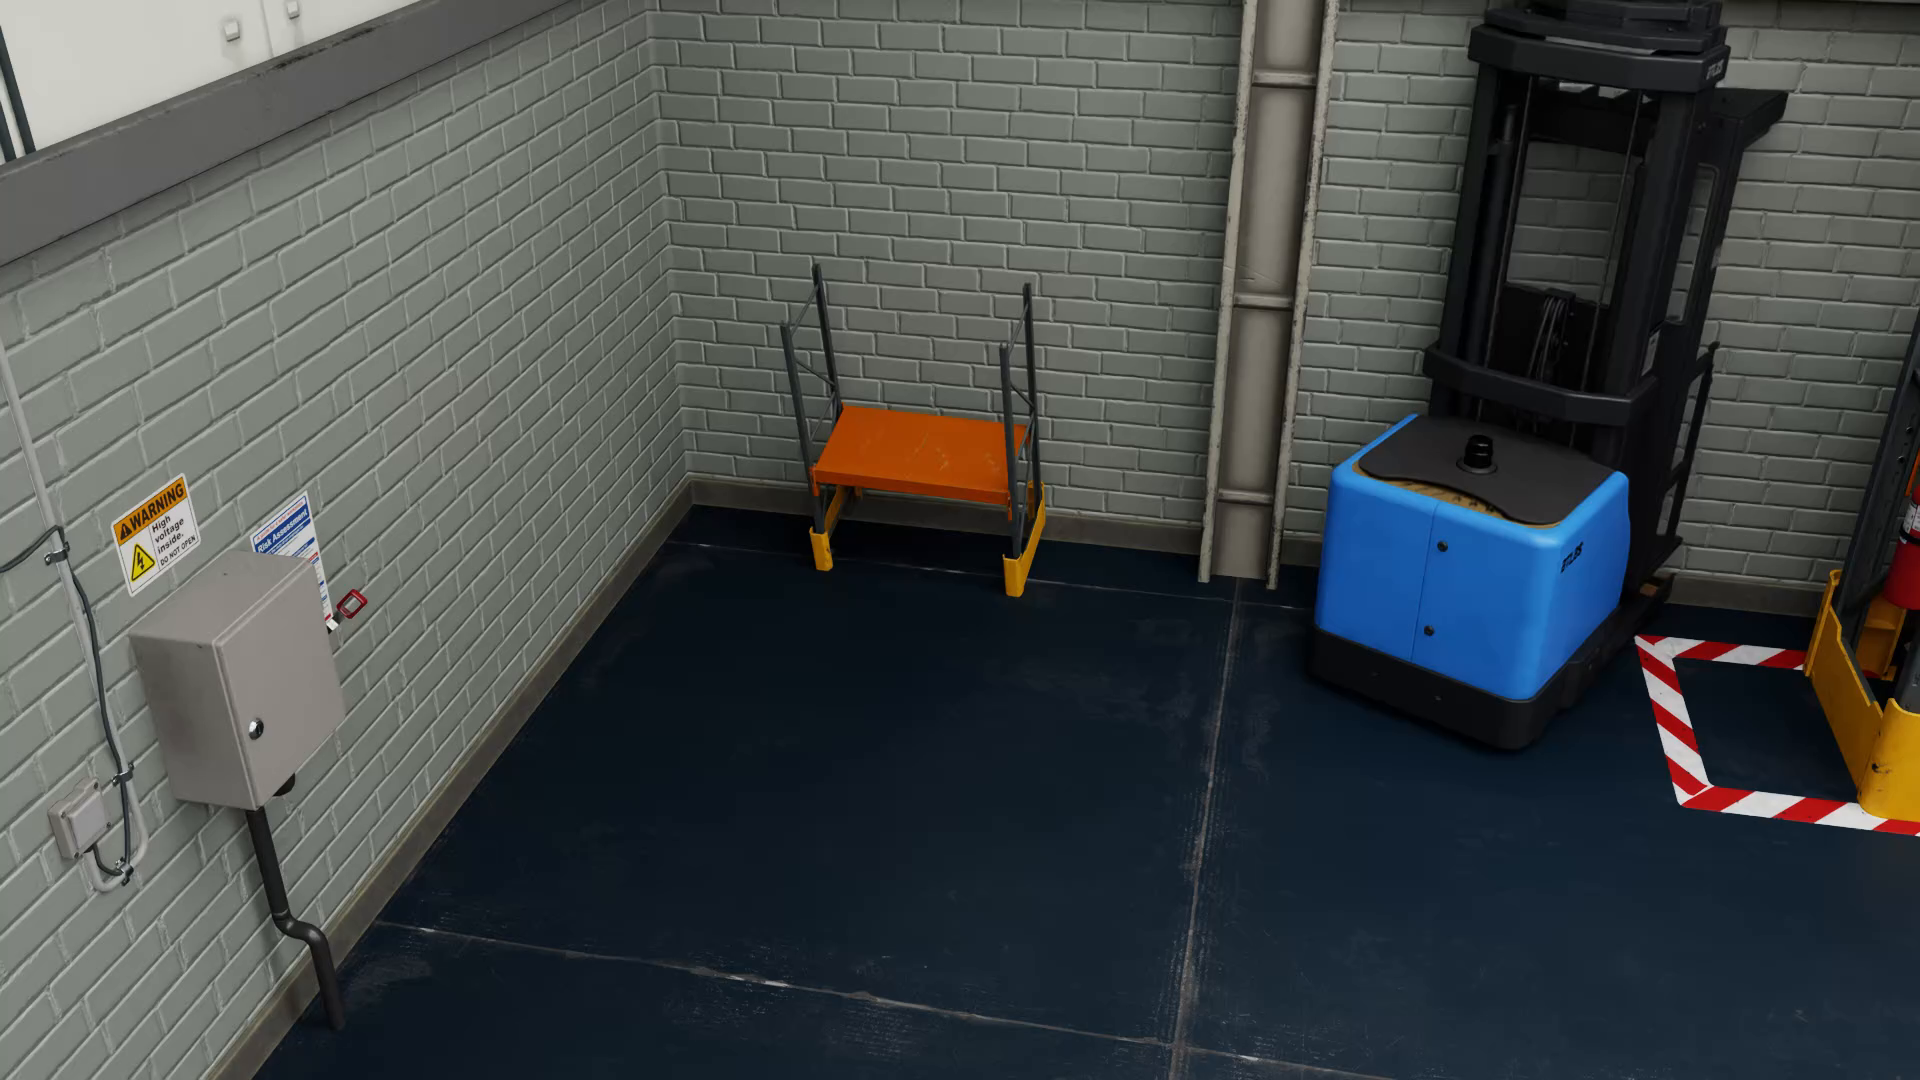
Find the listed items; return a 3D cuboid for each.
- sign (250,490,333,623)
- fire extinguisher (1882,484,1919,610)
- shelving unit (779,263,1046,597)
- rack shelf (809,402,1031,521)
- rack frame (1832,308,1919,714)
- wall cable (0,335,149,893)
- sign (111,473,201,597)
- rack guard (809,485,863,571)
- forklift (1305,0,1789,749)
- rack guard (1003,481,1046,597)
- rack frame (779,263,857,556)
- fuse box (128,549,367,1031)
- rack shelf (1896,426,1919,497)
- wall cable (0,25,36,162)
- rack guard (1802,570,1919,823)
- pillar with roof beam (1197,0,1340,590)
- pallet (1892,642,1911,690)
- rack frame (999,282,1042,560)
[{"bbox_3d":[-2.201,0.128,5.492,0.001,0.494,0.329,6,29,11],"label":"sign"},{"bbox_3d":[3.628,-0.066,6.216,0.183,0.674,0.296,6,29,11],"label":"fire extinguisher"},{"bbox_3d":[-0.199,-0.525,8.038,1.083,1.500,0.587,7,45,13],"label":"shelving unit"},{"bbox_3d":[-0.177,-0.393,8.159,1.000,0.185,0.538,7,45,13],"label":"rack shelf"},{"bbox_3d":[3.869,-0.466,6.478,0.127,3.000,1.000,6,29,11],"label":"rack frame"},{"bbox_3d":[-2.399,0.198,4.207,0.122,1.984,0.588,6,29,11],"label":"wall cable"},{"bbox_3d":[-2.316,-0.018,4.799,0.001,0.242,0.339,6,29,11],"label":"sign"},{"bbox_3d":[-0.635,-0.134,8.582,0.087,0.250,0.587,7,45,13],"label":"rack guard"},{"bbox_3d":[2.888,-1.043,7.604,1.130,2.935,3.031,21,35,34],"label":"forklift"},{"bbox_3d":[0.326,-0.010,8.351,0.087,0.250,0.587,7,45,13],"label":"rack guard"},{"bbox_3d":[-0.681,-0.587,8.154,0.032,1.500,0.500,7,45,13],"label":"rack frame"},{"bbox_3d":[-2.102,0.904,5.317,0.414,1.711,0.539,6,29,11],"label":"fuse box"},{"bbox_3d":[5.825,0.050,6.284,4.000,0.370,1.077,6,29,11],"label":"rack shelf"},{"bbox_3d":[-2.008,-2.878,4.597,0.133,3.039,2.988,6,29,11],"label":"wall cable"},{"bbox_3d":[3.943,0.638,7.064,0.348,0.500,1.175,6,29,11],"label":"rack guard"},{"bbox_3d":[0.521,-1.770,2.611,0.400,9.000,9.100,6,29,11],"label":"pillar with roof beam"},{"bbox_3d":[4.723,0.844,6.988,1.213,0.211,1.003,6,29,11],"label":"pallet"},{"bbox_3d":[0.300,-0.460,7.918,0.032,1.500,0.500,7,45,13],"label":"rack frame"}]
